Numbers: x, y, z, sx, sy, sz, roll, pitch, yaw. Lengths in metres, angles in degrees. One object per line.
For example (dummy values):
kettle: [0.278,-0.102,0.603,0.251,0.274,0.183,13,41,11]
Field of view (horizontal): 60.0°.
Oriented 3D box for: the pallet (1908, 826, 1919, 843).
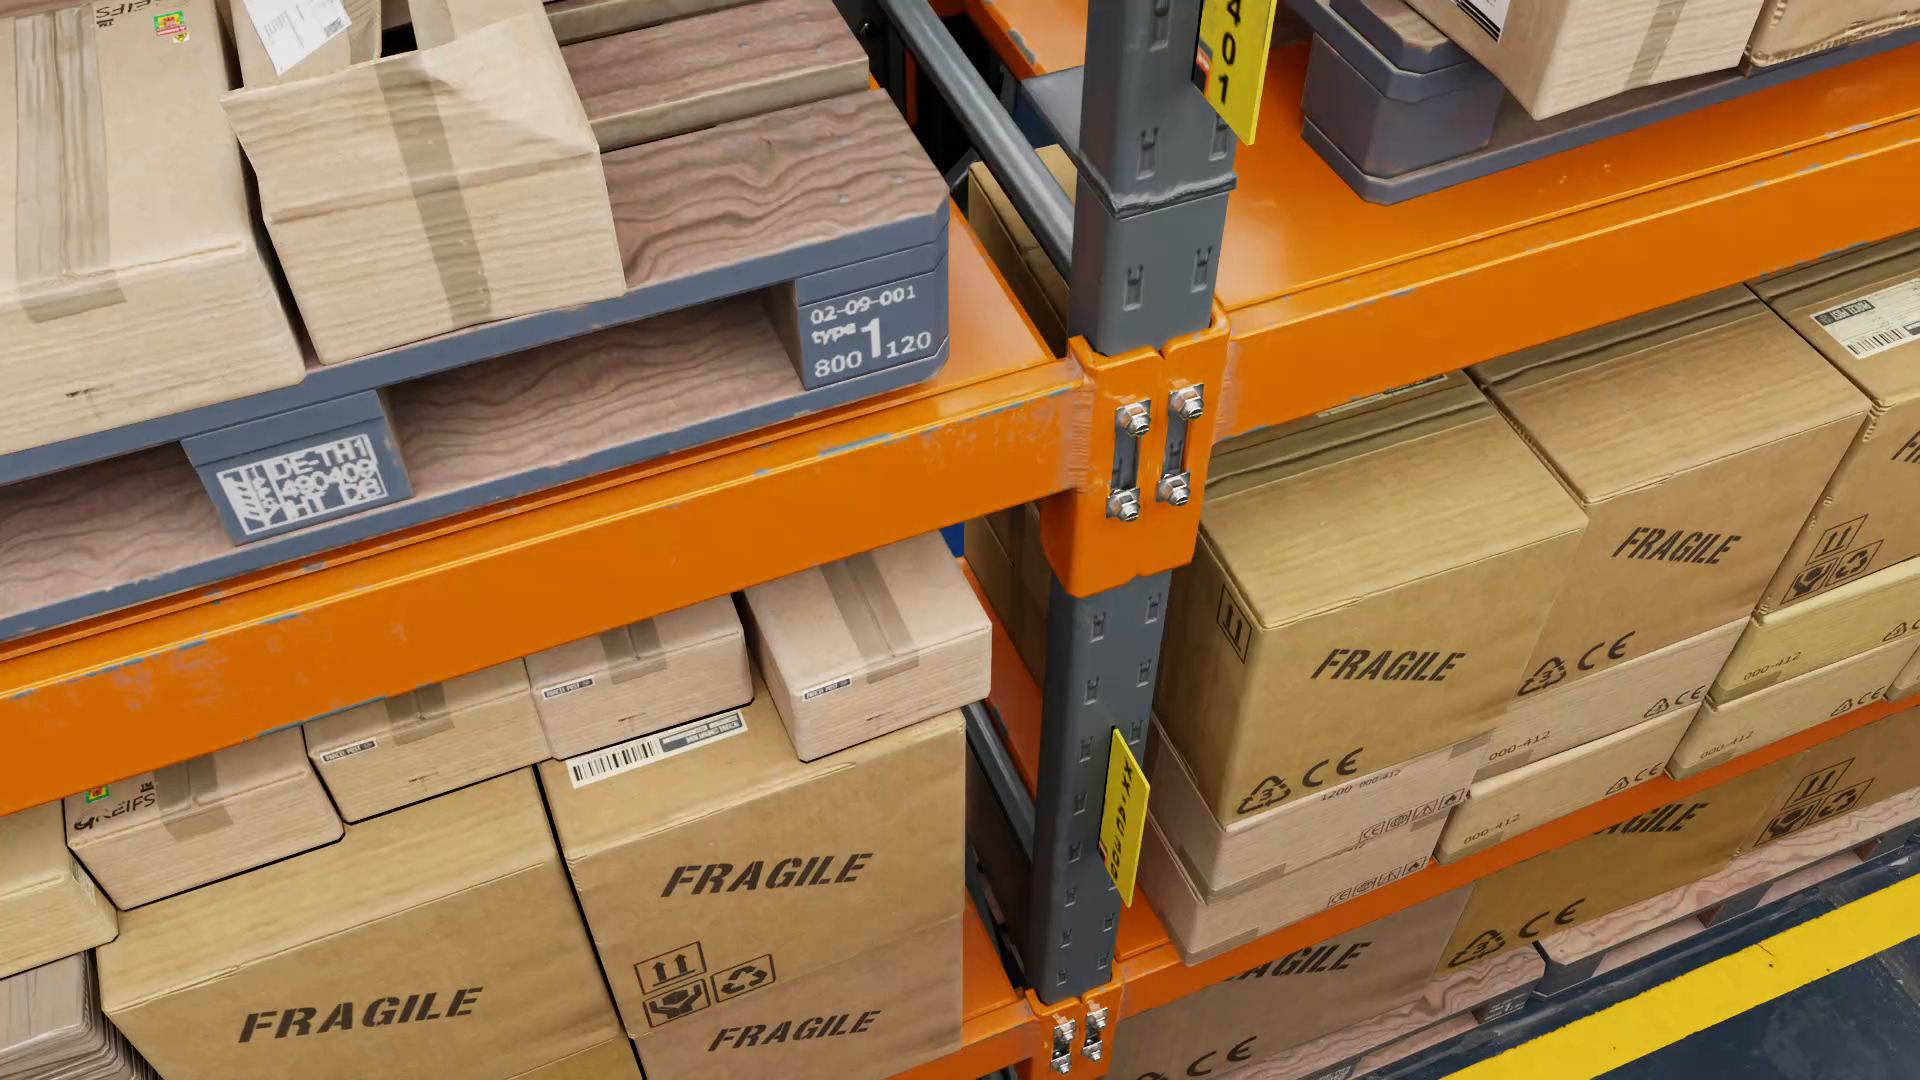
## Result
pallet: [2.959,0.245,4.901,1.213,0.211,1.003,-17,52,-14]

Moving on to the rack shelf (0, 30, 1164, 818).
rack shelf: [-1.837,0.141,1.649,4.000,0.370,1.077,-17,52,-14]

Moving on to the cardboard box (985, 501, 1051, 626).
cardboard box: [0.331,-0.101,3.129,0.500,0.250,0.500,-17,52,-14]

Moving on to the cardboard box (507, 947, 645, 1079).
cardboard box: [-0.792,0.742,2.570,0.500,0.500,0.500,-18,52,-15]

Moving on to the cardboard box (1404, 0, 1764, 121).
cardboard box: [0.610,-0.658,1.672,0.258,0.266,0.396,-18,52,-15]

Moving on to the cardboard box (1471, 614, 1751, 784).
cardboard box: [1.001,0.099,2.957,0.500,0.250,0.500,-16,51,-14]

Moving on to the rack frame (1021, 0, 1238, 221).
rack frame: [0.015,-1.644,0.730,0.127,3.000,1.000,-17,52,-14]

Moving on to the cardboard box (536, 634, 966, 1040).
cardboard box: [-0.318,0.281,2.306,0.500,0.500,0.500,-18,52,-15]

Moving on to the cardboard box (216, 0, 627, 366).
cardboard box: [-0.455,-0.385,1.372,0.258,0.266,0.396,-16,51,-13]

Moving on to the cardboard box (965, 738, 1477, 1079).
cardboard box: [0.559,0.632,3.854,0.875,0.875,0.875,-16,51,-13]

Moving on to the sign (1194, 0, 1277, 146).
sign: [0.226,-0.472,1.308,0.005,0.325,0.100,-17,52,-14]

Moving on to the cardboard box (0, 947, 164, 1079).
cardboard box: [-1.258,0.574,2.055,0.500,0.500,0.500,-17,51,-14]

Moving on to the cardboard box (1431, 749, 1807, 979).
cardboard box: [1.392,0.367,4.081,0.875,0.875,0.875,-16,51,-13]

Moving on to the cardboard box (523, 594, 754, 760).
cardboard box: [-0.435,0.052,2.076,0.250,0.149,0.380,-16,51,-13]

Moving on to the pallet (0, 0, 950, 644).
pallet: [-0.747,-0.411,1.707,1.213,0.211,1.003,-17,52,-14]

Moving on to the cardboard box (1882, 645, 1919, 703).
cardboard box: [1.947,-0.004,3.375,0.500,0.250,0.500,-18,52,-15]

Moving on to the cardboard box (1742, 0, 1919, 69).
cardboard box: [0.940,-0.886,1.713,0.500,0.500,0.500,-18,52,-15]

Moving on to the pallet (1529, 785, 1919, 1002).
pallet: [1.832,0.592,4.603,1.213,0.211,1.003,-17,52,-14]

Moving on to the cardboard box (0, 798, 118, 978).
cardboard box: [-1.115,0.299,1.864,0.250,0.149,0.380,-18,52,-15]

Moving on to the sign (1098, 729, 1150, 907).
sign: [0.226,0.392,2.313,0.005,0.325,0.100,-17,52,-14]

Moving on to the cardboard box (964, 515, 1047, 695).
cardboard box: [0.335,0.053,3.326,0.500,0.250,0.500,-18,52,-15]

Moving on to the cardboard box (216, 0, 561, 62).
cardboard box: [-0.609,-0.848,1.615,0.500,0.500,0.500,-16,51,-14]

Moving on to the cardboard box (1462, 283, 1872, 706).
cardboard box: [0.991,-0.138,2.666,0.500,0.500,0.500,-17,52,-14]

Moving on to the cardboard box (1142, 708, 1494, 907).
cardboard box: [0.529,0.268,2.812,0.500,0.250,0.500,-19,52,-15]

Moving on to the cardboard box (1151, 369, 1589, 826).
cardboard box: [0.531,0.028,2.524,0.500,0.500,0.500,-17,51,-14]

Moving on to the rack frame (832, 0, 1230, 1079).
rack frame: [0.015,0.310,3.006,0.127,3.000,1.000,-17,52,-14]

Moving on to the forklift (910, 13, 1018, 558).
forklift: [-0.706,-1.270,4.409,3.031,2.935,1.130,22,53,18]

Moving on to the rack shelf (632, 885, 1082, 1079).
rack shelf: [-1.837,1.118,2.787,4.000,0.370,1.077,-17,52,-14]

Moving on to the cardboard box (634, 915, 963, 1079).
cardboard box: [-0.318,0.590,2.700,0.500,0.500,0.500,-17,51,-14]

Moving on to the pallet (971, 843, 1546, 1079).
pallet: [0.701,0.945,4.300,1.213,0.211,1.003,-17,52,-14]

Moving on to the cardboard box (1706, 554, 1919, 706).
cardboard box: [1.478,-0.027,3.065,0.500,0.250,0.500,-17,51,-14]

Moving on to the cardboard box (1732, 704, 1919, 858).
cardboard box: [2.220,0.111,4.301,0.875,0.875,0.875,-17,51,-14]

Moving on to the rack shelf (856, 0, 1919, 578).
rack shelf: [1.866,-1.006,2.634,4.000,0.370,1.077,-17,52,-14]

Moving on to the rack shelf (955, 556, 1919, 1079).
rack shelf: [1.866,-0.029,3.772,4.000,0.370,1.077,-17,52,-14]

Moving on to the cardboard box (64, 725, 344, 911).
cardboard box: [-0.897,0.202,1.947,0.250,0.149,0.380,-18,52,-15]

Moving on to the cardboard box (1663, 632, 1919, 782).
cardboard box: [1.481,0.133,3.257,0.500,0.250,0.500,-18,52,-15]

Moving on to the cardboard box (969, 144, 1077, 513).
cardboard box: [0.333,-0.353,2.851,0.500,0.500,0.500,-16,51,-13]

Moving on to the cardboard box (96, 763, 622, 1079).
cardboard box: [-0.790,0.421,2.186,0.500,0.500,0.500,-18,52,-15]

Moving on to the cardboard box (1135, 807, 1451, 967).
cardboard box: [0.522,0.418,3.012,0.500,0.250,0.500,-18,52,-15]

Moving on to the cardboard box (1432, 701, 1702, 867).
cardboard box: [1.000,0.269,3.141,0.500,0.250,0.500,-18,52,-15]

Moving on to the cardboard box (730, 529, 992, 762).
cardboard box: [-0.150,0.052,2.075,0.250,0.149,0.380,-18,52,-15]

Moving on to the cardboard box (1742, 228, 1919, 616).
cardboard box: [1.457,-0.280,2.788,0.500,0.500,0.500,-18,52,-15]

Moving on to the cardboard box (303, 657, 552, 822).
cardboard box: [-0.670,0.117,2.020,0.250,0.149,0.380,-17,51,-14]

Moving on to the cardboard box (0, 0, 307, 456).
cardboard box: [-0.700,-0.271,1.351,0.250,0.149,0.380,-16,51,-13]

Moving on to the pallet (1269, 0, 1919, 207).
pallet: [0.845,-0.902,2.197,1.217,0.209,0.805,-19,52,-16]
